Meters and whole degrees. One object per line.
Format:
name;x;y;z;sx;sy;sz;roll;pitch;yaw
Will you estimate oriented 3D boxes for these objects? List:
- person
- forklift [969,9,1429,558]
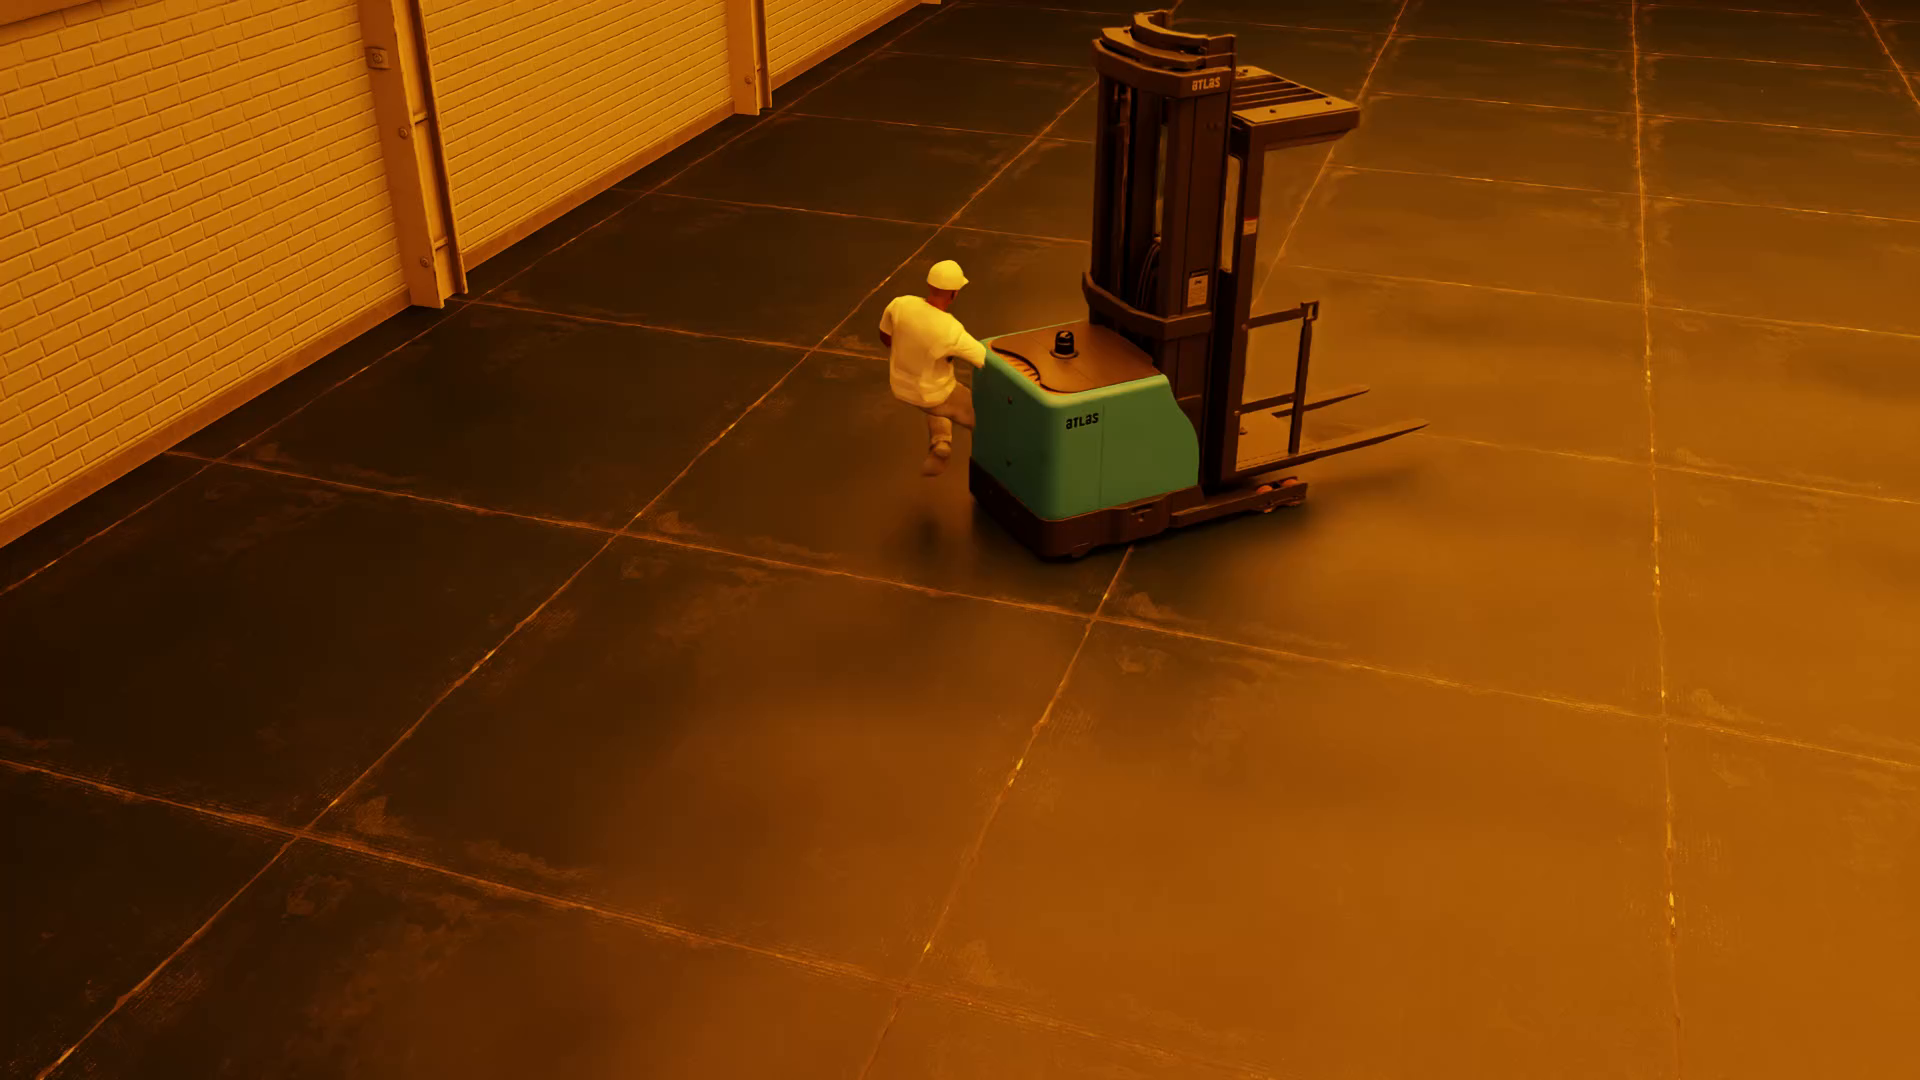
person;-0.033;-1.013;10.258;0.796;1.614;0.745;20;36;31
forklift;1.609;-1.664;10.055;3.031;2.935;1.130;-14;33;-23
